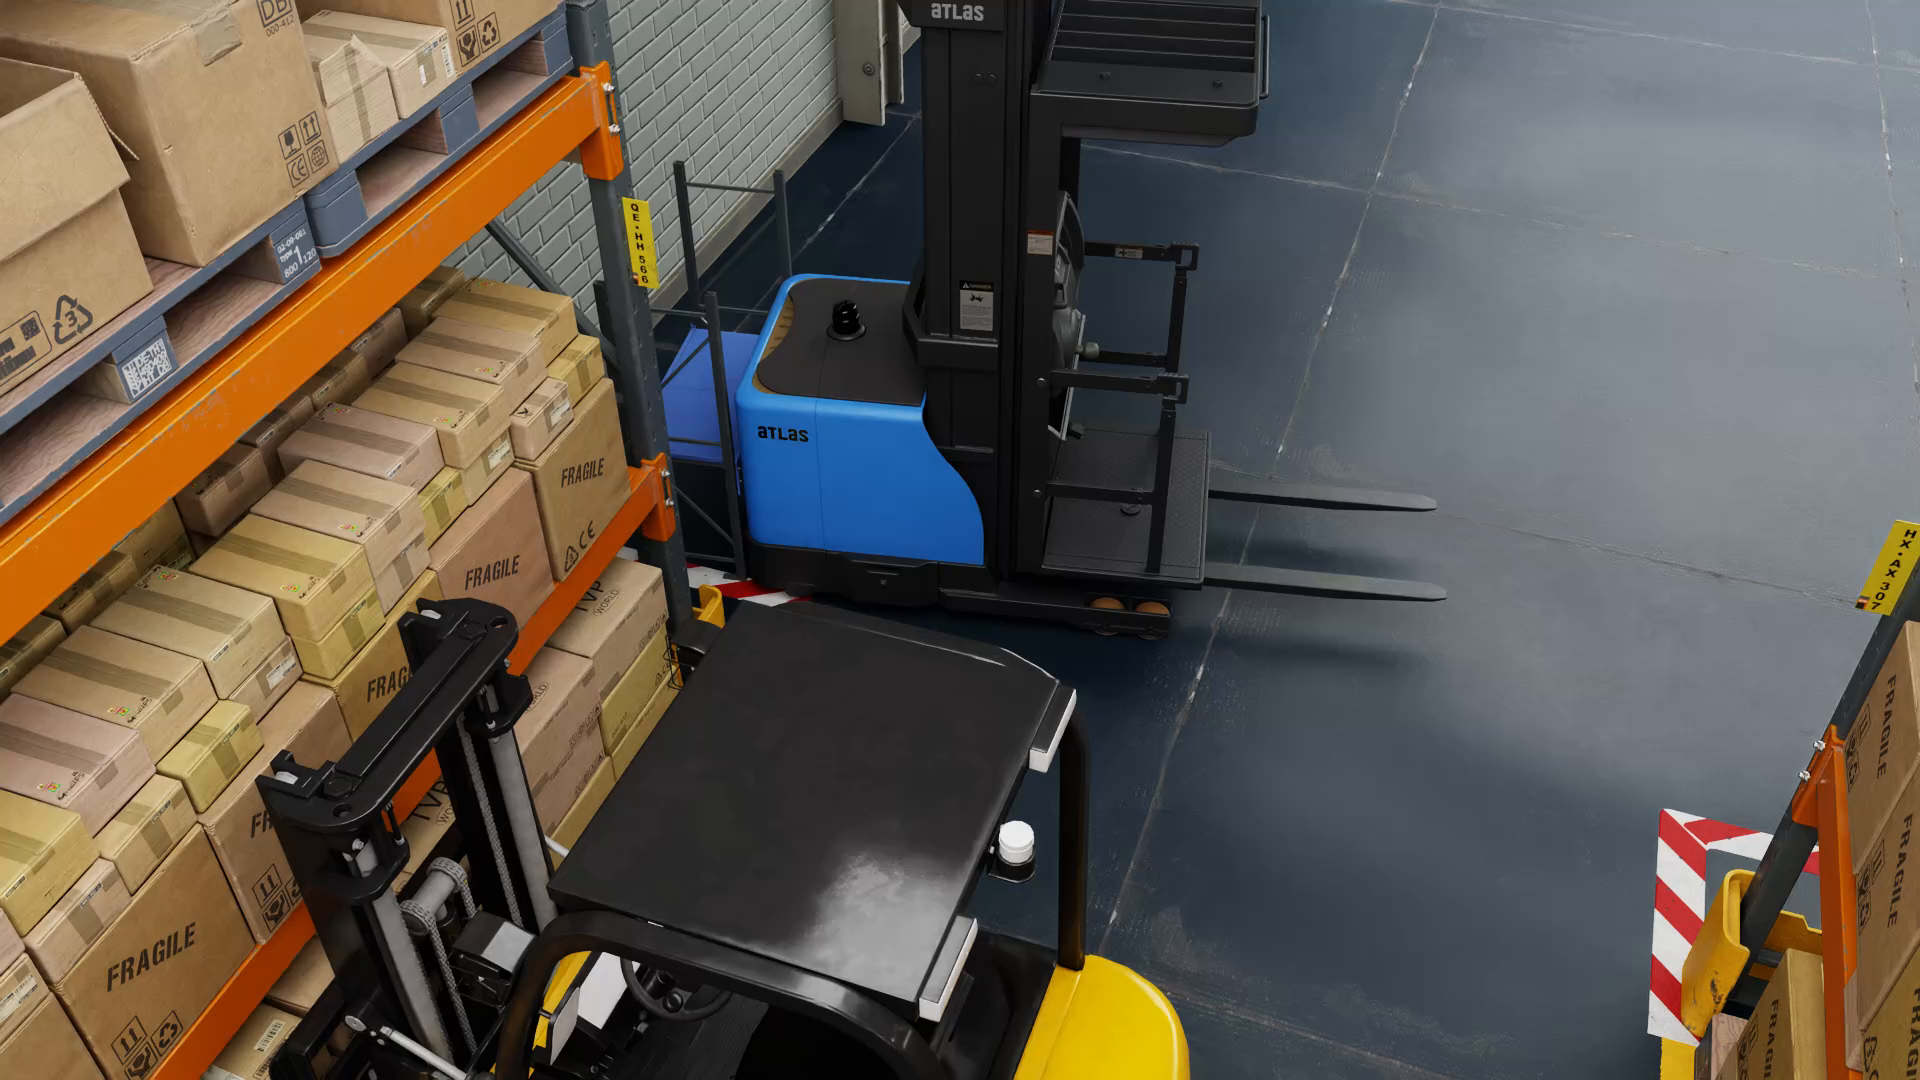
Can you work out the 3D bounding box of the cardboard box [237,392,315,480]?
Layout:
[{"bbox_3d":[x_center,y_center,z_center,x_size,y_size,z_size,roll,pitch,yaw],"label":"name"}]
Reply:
[{"bbox_3d":[-2.166,-0.346,4.992,0.380,0.149,0.250,14,42,15],"label":"cardboard box"}]

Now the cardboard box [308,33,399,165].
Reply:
[{"bbox_3d":[-1.639,-1.130,4.109,0.396,0.266,0.258,13,42,15],"label":"cardboard box"}]

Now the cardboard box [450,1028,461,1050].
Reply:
[{"bbox_3d":[-1.933,1.600,5.313,0.500,0.250,0.500,15,43,16],"label":"cardboard box"}]

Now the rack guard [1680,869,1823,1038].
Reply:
[{"bbox_3d":[3.086,1.527,5.528,1.175,0.500,0.348,13,42,15],"label":"rack guard"}]

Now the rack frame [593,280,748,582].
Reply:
[{"bbox_3d":[-1.205,-0.423,7.043,0.500,1.500,0.032,7,41,8],"label":"rack frame"}]

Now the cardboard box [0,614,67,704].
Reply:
[{"bbox_3d":[-2.512,0.289,4.248,0.380,0.149,0.250,14,43,16],"label":"cardboard box"}]

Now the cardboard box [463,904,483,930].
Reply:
[{"bbox_3d":[-1.765,1.116,5.494,0.500,0.250,0.500,12,42,14],"label":"cardboard box"}]

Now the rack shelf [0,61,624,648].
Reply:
[{"bbox_3d":[-2.238,-0.217,3.890,1.077,0.370,4.000,13,42,15],"label":"rack shelf"}]

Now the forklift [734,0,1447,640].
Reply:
[{"bbox_3d":[0.623,-1.055,6.682,3.031,2.935,1.130,5,41,6],"label":"forklift"}]

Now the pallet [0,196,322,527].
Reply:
[{"bbox_3d":[-2.235,-0.505,3.741,1.003,0.211,1.213,13,42,15],"label":"pallet"}]

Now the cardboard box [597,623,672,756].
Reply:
[{"bbox_3d":[-1.427,0.493,6.225,0.500,0.250,0.500,13,42,15],"label":"cardboard box"}]

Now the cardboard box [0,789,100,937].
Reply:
[{"bbox_3d":[-2.203,0.708,3.757,0.380,0.149,0.250,13,42,14],"label":"cardboard box"}]

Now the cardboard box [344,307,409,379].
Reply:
[{"bbox_3d":[-2.019,-0.662,5.362,0.380,0.149,0.250,15,43,17],"label":"cardboard box"}]

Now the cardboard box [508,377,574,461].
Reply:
[{"bbox_3d":[-1.469,-0.418,5.306,0.380,0.149,0.250,14,42,16],"label":"cardboard box"}]

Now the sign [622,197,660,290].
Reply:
[{"bbox_3d":[-1.049,-0.971,5.456,0.100,0.325,0.005,13,42,15],"label":"sign"}]

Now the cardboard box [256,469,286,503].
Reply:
[{"bbox_3d":[-2.180,-0.237,5.094,0.380,0.149,0.250,12,42,14],"label":"cardboard box"}]

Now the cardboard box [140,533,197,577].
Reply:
[{"bbox_3d":[-2.420,0.064,4.741,0.380,0.149,0.250,15,43,17],"label":"cardboard box"}]

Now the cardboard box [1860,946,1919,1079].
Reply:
[{"bbox_3d":[2.342,1.234,3.640,0.500,0.500,0.500,13,42,14],"label":"cardboard box"}]

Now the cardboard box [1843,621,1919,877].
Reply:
[{"bbox_3d":[2.689,0.606,4.376,0.500,0.500,0.500,13,42,14],"label":"cardboard box"}]

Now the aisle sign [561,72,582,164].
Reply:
[{"bbox_3d":[-1.255,-1.533,5.187,0.394,0.787,0.004,13,42,15],"label":"aisle sign"}]

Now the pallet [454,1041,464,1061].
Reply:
[{"bbox_3d":[-2.195,1.709,5.538,1.003,0.211,1.213,13,42,15],"label":"pallet"}]

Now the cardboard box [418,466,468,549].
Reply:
[{"bbox_3d":[-1.710,-0.125,4.962,0.380,0.149,0.250,13,42,15],"label":"cardboard box"}]

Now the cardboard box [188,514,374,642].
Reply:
[{"bbox_3d":[-1.821,0.099,4.471,0.380,0.149,0.250,14,42,16],"label":"cardboard box"}]

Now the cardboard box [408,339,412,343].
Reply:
[{"bbox_3d":[-1.914,-0.705,5.642,0.380,0.149,0.250,12,42,14],"label":"cardboard box"}]

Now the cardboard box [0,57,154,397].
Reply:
[{"bbox_3d":[-2.156,-0.673,3.390,0.797,0.503,0.637,15,43,16],"label":"cardboard box"}]

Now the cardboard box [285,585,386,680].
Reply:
[{"bbox_3d":[-1.825,0.207,4.573,0.380,0.149,0.250,14,42,15],"label":"cardboard box"}]

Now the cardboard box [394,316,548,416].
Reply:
[{"bbox_3d":[-1.533,-0.545,5.225,0.380,0.149,0.250,13,42,15],"label":"cardboard box"}]

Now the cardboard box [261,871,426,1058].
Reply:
[{"bbox_3d":[-1.931,1.217,4.991,0.500,0.250,0.500,12,42,14],"label":"cardboard box"}]

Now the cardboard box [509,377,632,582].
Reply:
[{"bbox_3d":[-1.475,-0.249,5.607,0.500,0.500,0.500,12,42,14],"label":"cardboard box"}]

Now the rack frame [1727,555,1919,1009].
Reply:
[{"bbox_3d":[3.112,0.530,4.771,1.000,3.000,0.127,13,42,15],"label":"rack frame"}]

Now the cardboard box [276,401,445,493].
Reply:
[{"bbox_3d":[-1.752,-0.244,4.872,0.380,0.149,0.250,14,42,15],"label":"cardboard box"}]

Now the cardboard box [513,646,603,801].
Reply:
[{"bbox_3d":[-1.587,0.599,5.715,0.500,0.250,0.500,14,42,16],"label":"cardboard box"}]

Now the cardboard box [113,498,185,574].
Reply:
[{"bbox_3d":[-2.415,-0.042,4.635,0.380,0.149,0.250,12,42,14],"label":"cardboard box"}]

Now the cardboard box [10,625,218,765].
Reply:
[{"bbox_3d":[-2.099,0.384,4.136,0.380,0.149,0.250,13,42,15],"label":"cardboard box"}]

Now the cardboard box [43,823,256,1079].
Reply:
[{"bbox_3d":[-2.190,0.989,4.156,0.500,0.500,0.500,13,42,15],"label":"cardboard box"}]

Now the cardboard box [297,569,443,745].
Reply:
[{"bbox_3d":[-1.836,0.378,4.873,0.500,0.500,0.500,13,42,14],"label":"cardboard box"}]

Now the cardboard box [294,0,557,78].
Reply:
[{"bbox_3d":[-1.476,-1.622,4.505,0.500,0.500,0.500,15,43,16],"label":"cardboard box"}]

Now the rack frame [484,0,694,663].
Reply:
[{"bbox_3d":[-1.554,-0.569,6.060,1.000,3.000,0.127,13,42,15],"label":"rack frame"}]

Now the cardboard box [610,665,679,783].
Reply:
[{"bbox_3d":[-1.418,0.674,6.398,0.500,0.250,0.500,14,42,15],"label":"cardboard box"}]

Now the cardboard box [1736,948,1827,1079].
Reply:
[{"bbox_3d":[2.569,1.576,4.762,0.500,0.500,0.500,12,42,14],"label":"cardboard box"}]

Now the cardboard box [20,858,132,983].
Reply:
[{"bbox_3d":[-2.170,0.832,3.840,0.380,0.149,0.250,13,42,15],"label":"cardboard box"}]

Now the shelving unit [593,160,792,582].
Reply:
[{"bbox_3d":[-1.112,-0.747,7.424,0.538,1.500,1.048,7,41,8],"label":"shelving unit"}]

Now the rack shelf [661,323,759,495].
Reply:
[{"bbox_3d":[-1.112,-0.610,7.540,0.538,0.185,1.000,7,41,8],"label":"rack shelf"}]

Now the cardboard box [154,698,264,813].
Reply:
[{"bbox_3d":[-2.018,0.511,4.217,0.380,0.149,0.250,12,42,14],"label":"cardboard box"}]
